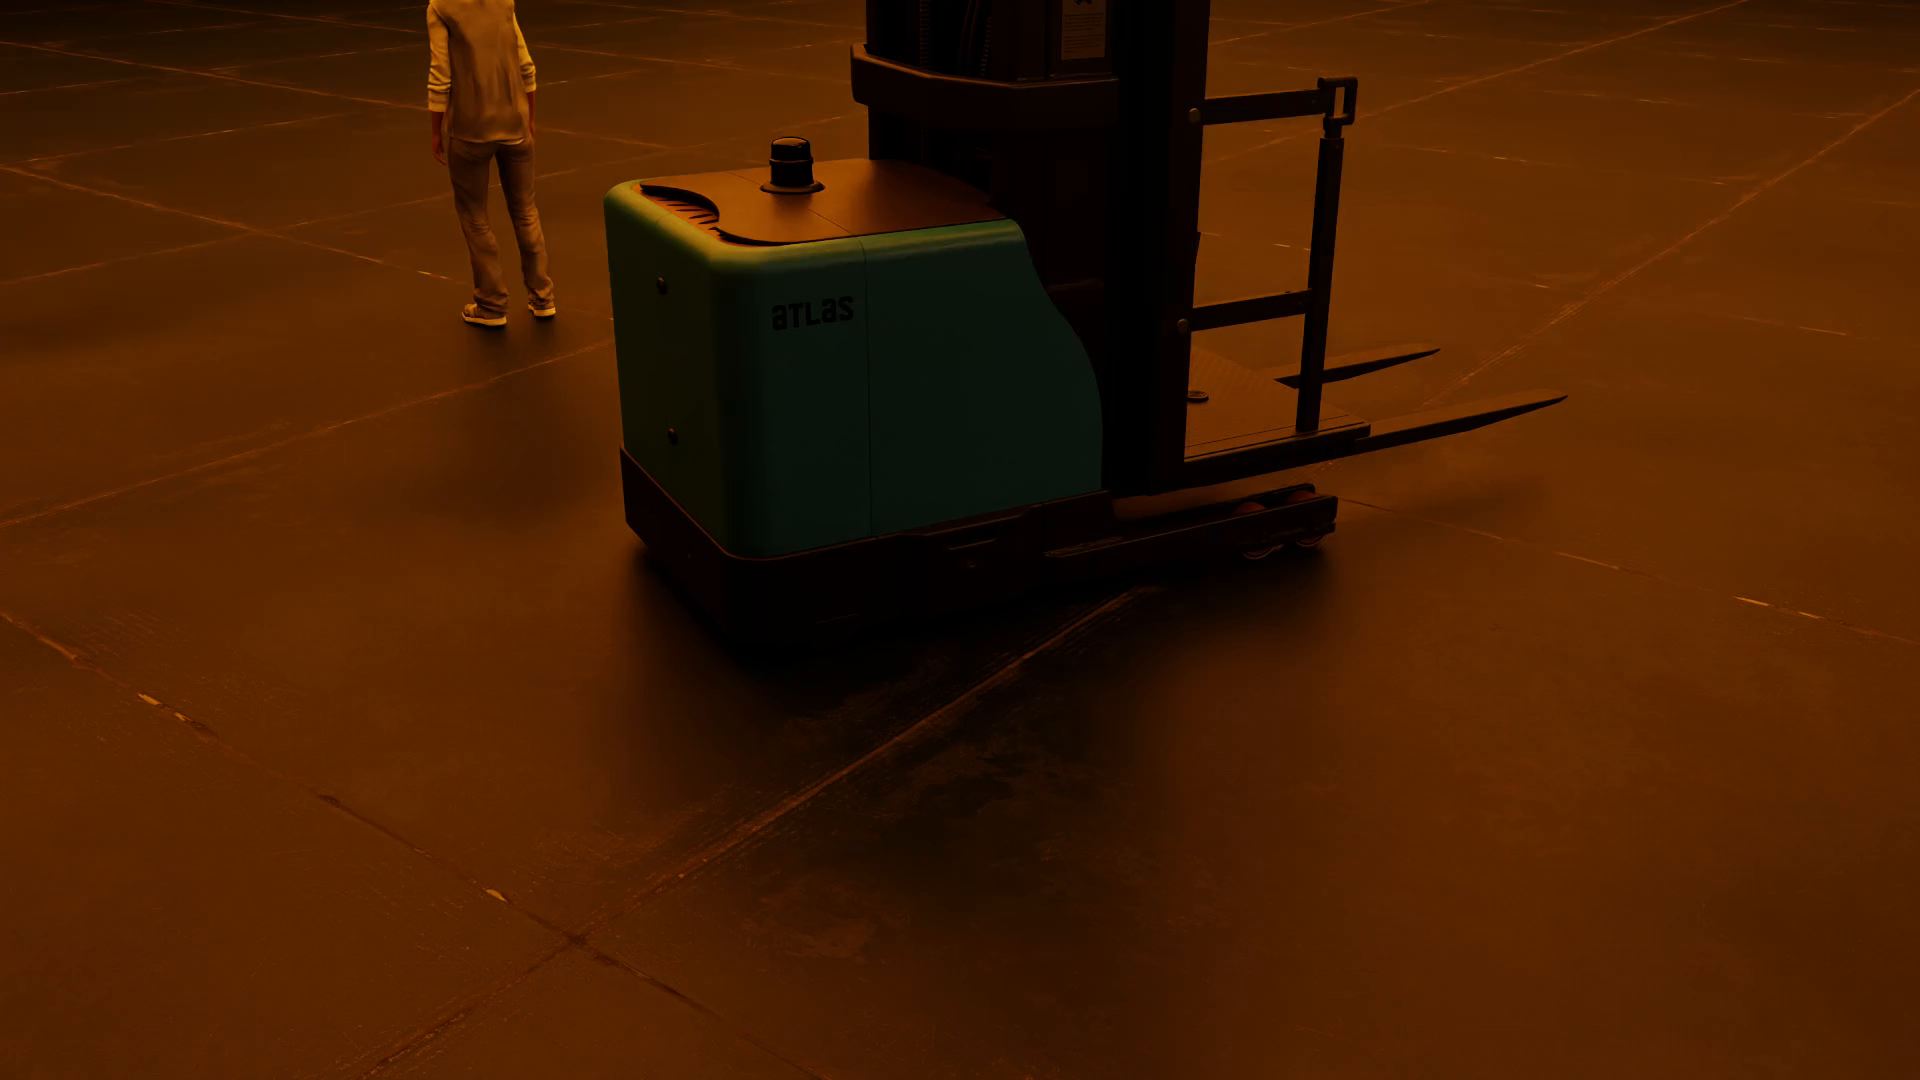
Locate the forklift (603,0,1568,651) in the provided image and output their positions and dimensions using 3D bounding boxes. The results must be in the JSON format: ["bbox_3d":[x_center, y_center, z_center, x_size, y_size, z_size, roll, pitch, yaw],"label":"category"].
[{"bbox_3d":[0.546,-1.460,4.697,3.031,2.935,1.130,-12,26,-25],"label":"forklift"}]

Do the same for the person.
[{"bbox_3d":[-1.960,-1.684,6.897,0.476,1.592,0.348,-18,29,-35],"label":"person"}]
